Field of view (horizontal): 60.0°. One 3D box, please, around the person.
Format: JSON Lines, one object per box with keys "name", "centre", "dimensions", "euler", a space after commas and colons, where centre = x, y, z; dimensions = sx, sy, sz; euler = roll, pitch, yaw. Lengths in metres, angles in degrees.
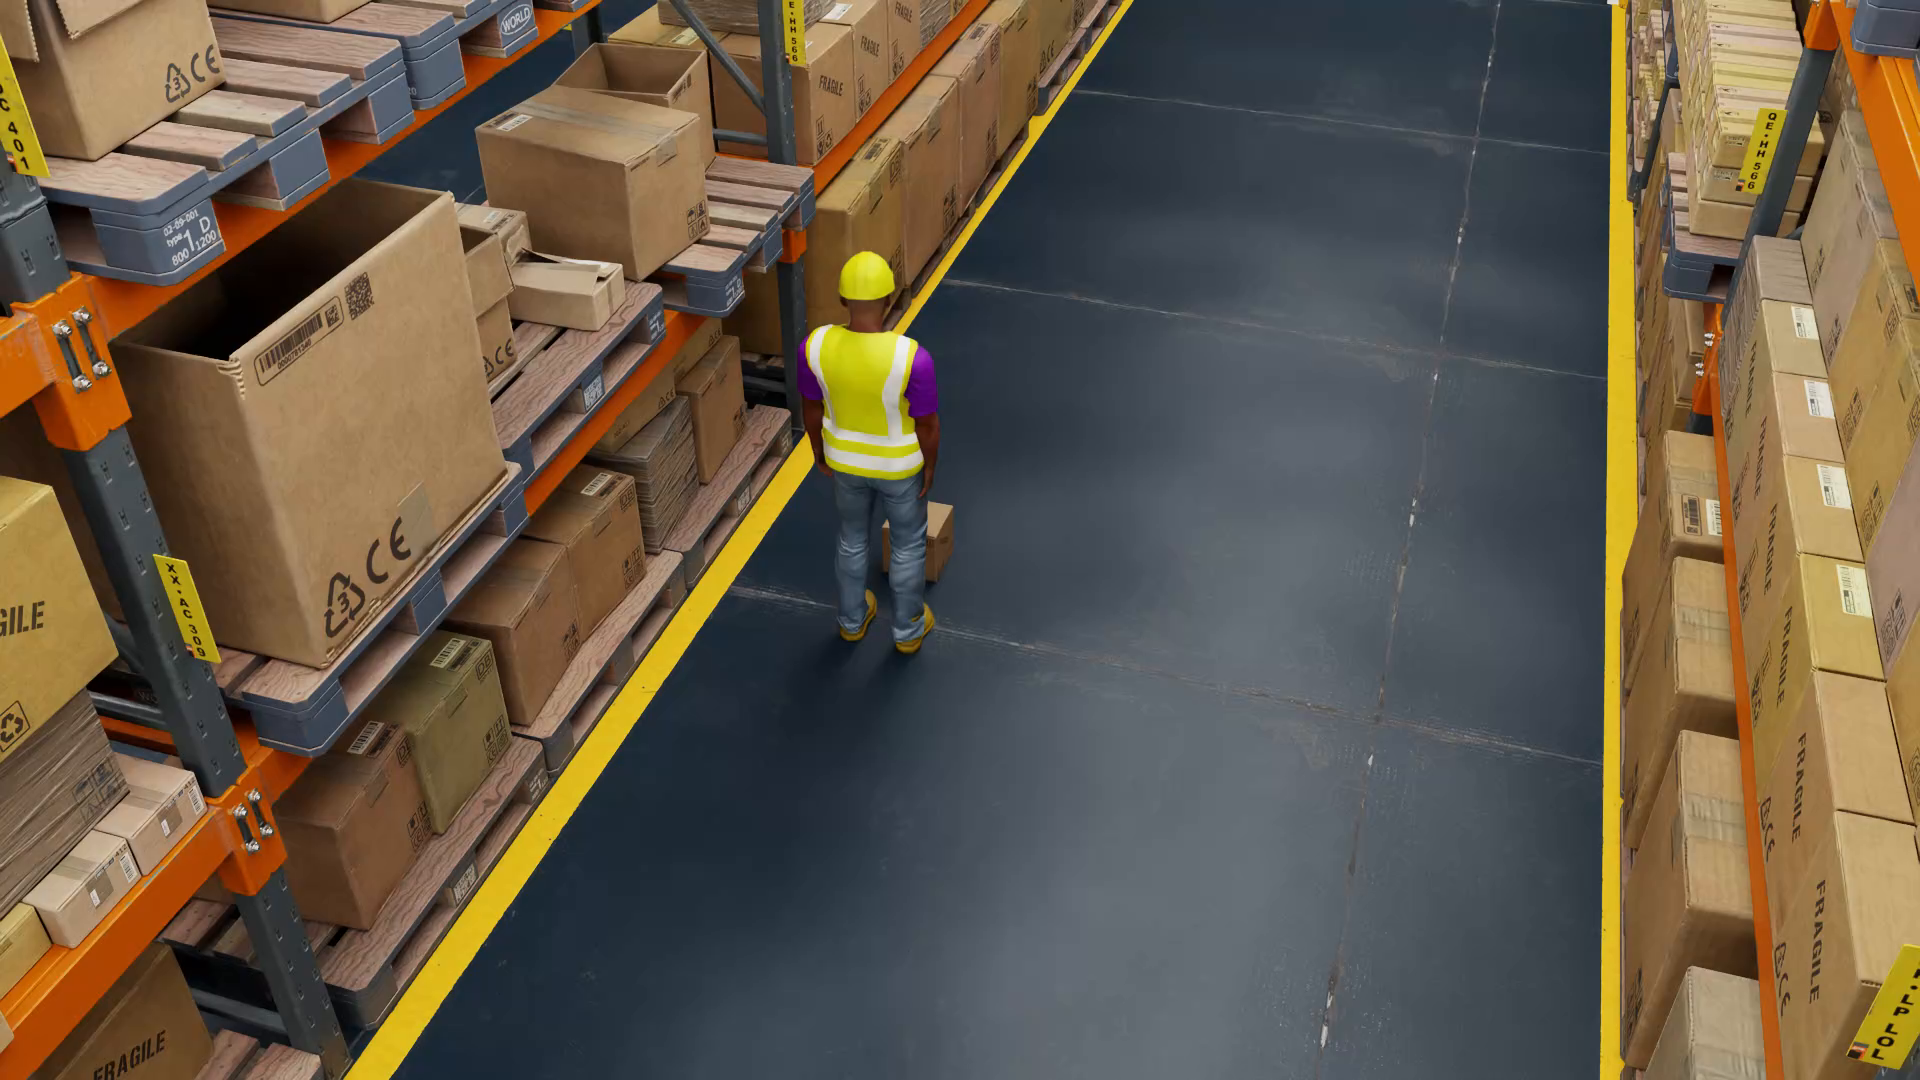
{"name": "person", "centre": [-0.342, -0.328, 6.572], "dimensions": [0.565, 1.767, 0.361], "euler": [10, 38, 13]}
